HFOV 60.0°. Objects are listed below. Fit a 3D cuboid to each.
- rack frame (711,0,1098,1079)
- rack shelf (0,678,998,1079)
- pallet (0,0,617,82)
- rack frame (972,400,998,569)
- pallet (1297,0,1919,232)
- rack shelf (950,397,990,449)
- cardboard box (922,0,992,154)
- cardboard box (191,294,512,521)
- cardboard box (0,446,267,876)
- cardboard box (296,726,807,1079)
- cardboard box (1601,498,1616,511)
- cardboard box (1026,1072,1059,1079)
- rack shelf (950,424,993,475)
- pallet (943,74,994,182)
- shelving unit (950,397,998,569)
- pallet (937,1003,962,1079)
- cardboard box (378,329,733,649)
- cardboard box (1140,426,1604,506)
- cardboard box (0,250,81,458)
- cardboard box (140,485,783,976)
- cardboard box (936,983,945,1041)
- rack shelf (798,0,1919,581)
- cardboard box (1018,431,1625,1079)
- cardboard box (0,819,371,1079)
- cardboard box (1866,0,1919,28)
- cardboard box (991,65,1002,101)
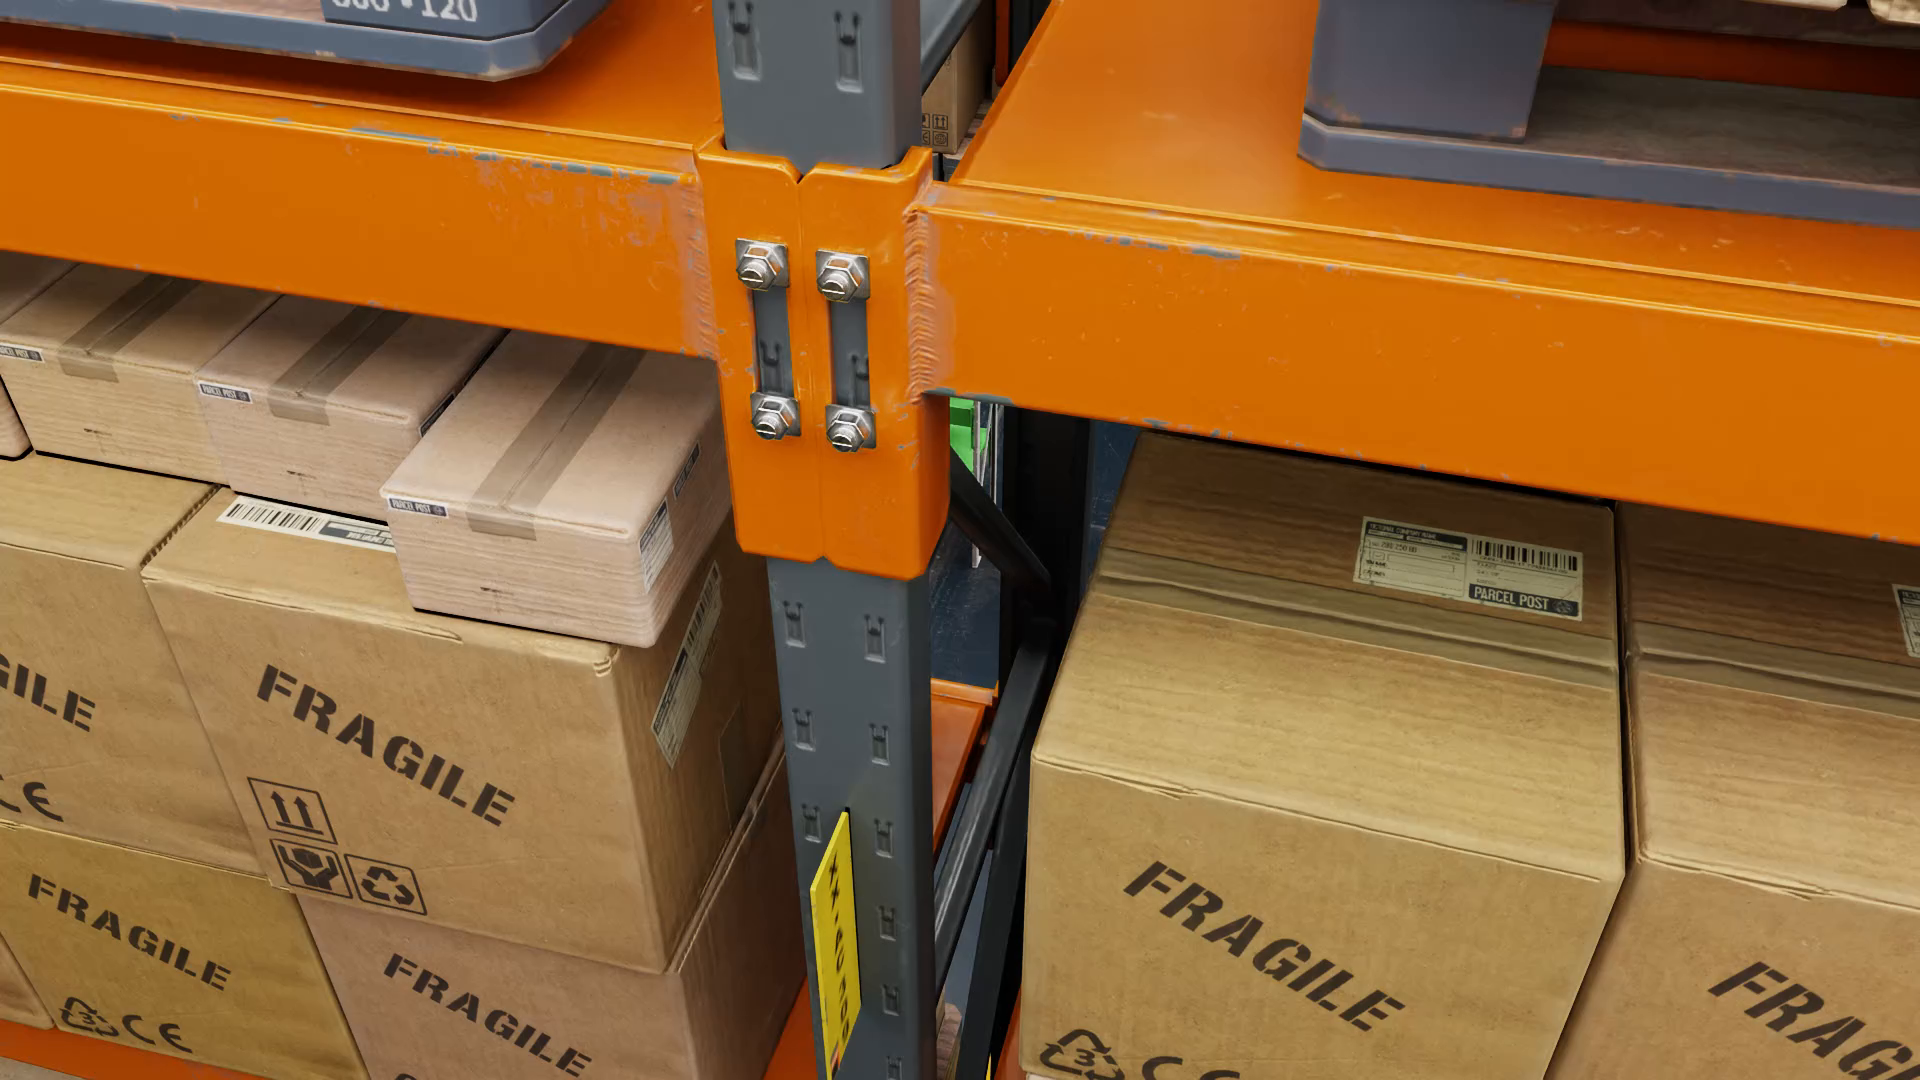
[{"bbox_3d":[0.019,0.433,2.402,0.053,2.616,0.949,10,41,11],"label":"rack frame"},{"bbox_3d":[-1.914,0.378,3.027,4.000,0.370,1.077,10,41,11],"label":"rack shelf"},{"bbox_3d":[-0.770,-0.822,1.633,1.213,0.211,1.003,10,41,11],"label":"pallet"},{"bbox_3d":[0.076,-0.446,4.849,0.015,1.200,0.240,10,41,11],"label":"rack frame"},{"bbox_3d":[0.916,-0.519,1.351,1.217,0.209,0.805,8,41,10],"label":"pallet"},{"bbox_3d":[-0.160,-0.438,4.938,0.480,0.148,0.258,10,41,11],"label":"rack shelf"},{"bbox_3d":[-0.182,-2.018,6.938,0.500,0.500,0.700,8,41,10],"label":"cardboard box"},{"bbox_3d":[-0.589,-0.199,1.795,0.250,0.149,0.380,11,41,12],"label":"cardboard box"},{"bbox_3d":[-0.997,0.018,2.041,0.500,0.500,0.500,9,41,11],"label":"cardboard box"},{"bbox_3d":[-0.496,0.478,2.270,0.500,0.500,0.500,10,41,12],"label":"cardboard box"},{"bbox_3d":[1.016,0.014,2.046,0.500,0.500,0.500,11,41,12],"label":"cardboard box"},{"bbox_3d":[0.370,0.549,1.991,0.500,0.250,0.500,9,41,10],"label":"cardboard box"},{"bbox_3d":[-0.160,-0.254,5.092,0.480,0.148,0.258,10,41,11],"label":"rack shelf"},{"bbox_3d":[0.634,-1.696,7.106,1.213,0.211,1.003,10,41,11],"label":"pallet"},{"bbox_3d":[-0.160,-0.487,4.897,0.503,1.200,0.258,10,41,11],"label":"shelving unit"},{"bbox_3d":[-0.696,1.328,3.505,1.213,0.211,1.003,10,41,11],"label":"pallet"},{"bbox_3d":[4.248,-0.270,3.668,8.416,2.449,5.789,9,41,11],"label":"cardboard box"},{"bbox_3d":[0.514,-0.068,2.143,0.500,0.500,0.500,11,41,13],"label":"cardboard box"},{"bbox_3d":[-1.076,-0.278,1.889,0.250,0.149,0.380,9,41,11],"label":"cardboard box"},{"bbox_3d":[-0.509,0.107,1.935,0.500,0.500,0.500,9,41,11],"label":"cardboard box"},{"bbox_3d":[-0.561,1.084,3.292,0.875,0.438,0.875,9,41,11],"label":"cardboard box"},{"bbox_3d":[1.950,-0.106,1.270,4.000,0.370,1.077,10,41,11],"label":"rack shelf"},{"bbox_3d":[0.369,0.266,1.746,0.500,0.500,0.500,10,41,12],"label":"cardboard box"},{"bbox_3d":[-0.995,0.396,2.368,0.500,0.500,0.500,9,41,10],"label":"cardboard box"},{"bbox_3d":[0.794,-0.586,0.879,0.500,0.500,0.500,9,41,11],"label":"cardboard box"},{"bbox_3d":[0.301,-2.047,7.245,0.250,0.149,0.380,9,41,11],"label":"cardboard box"}]
